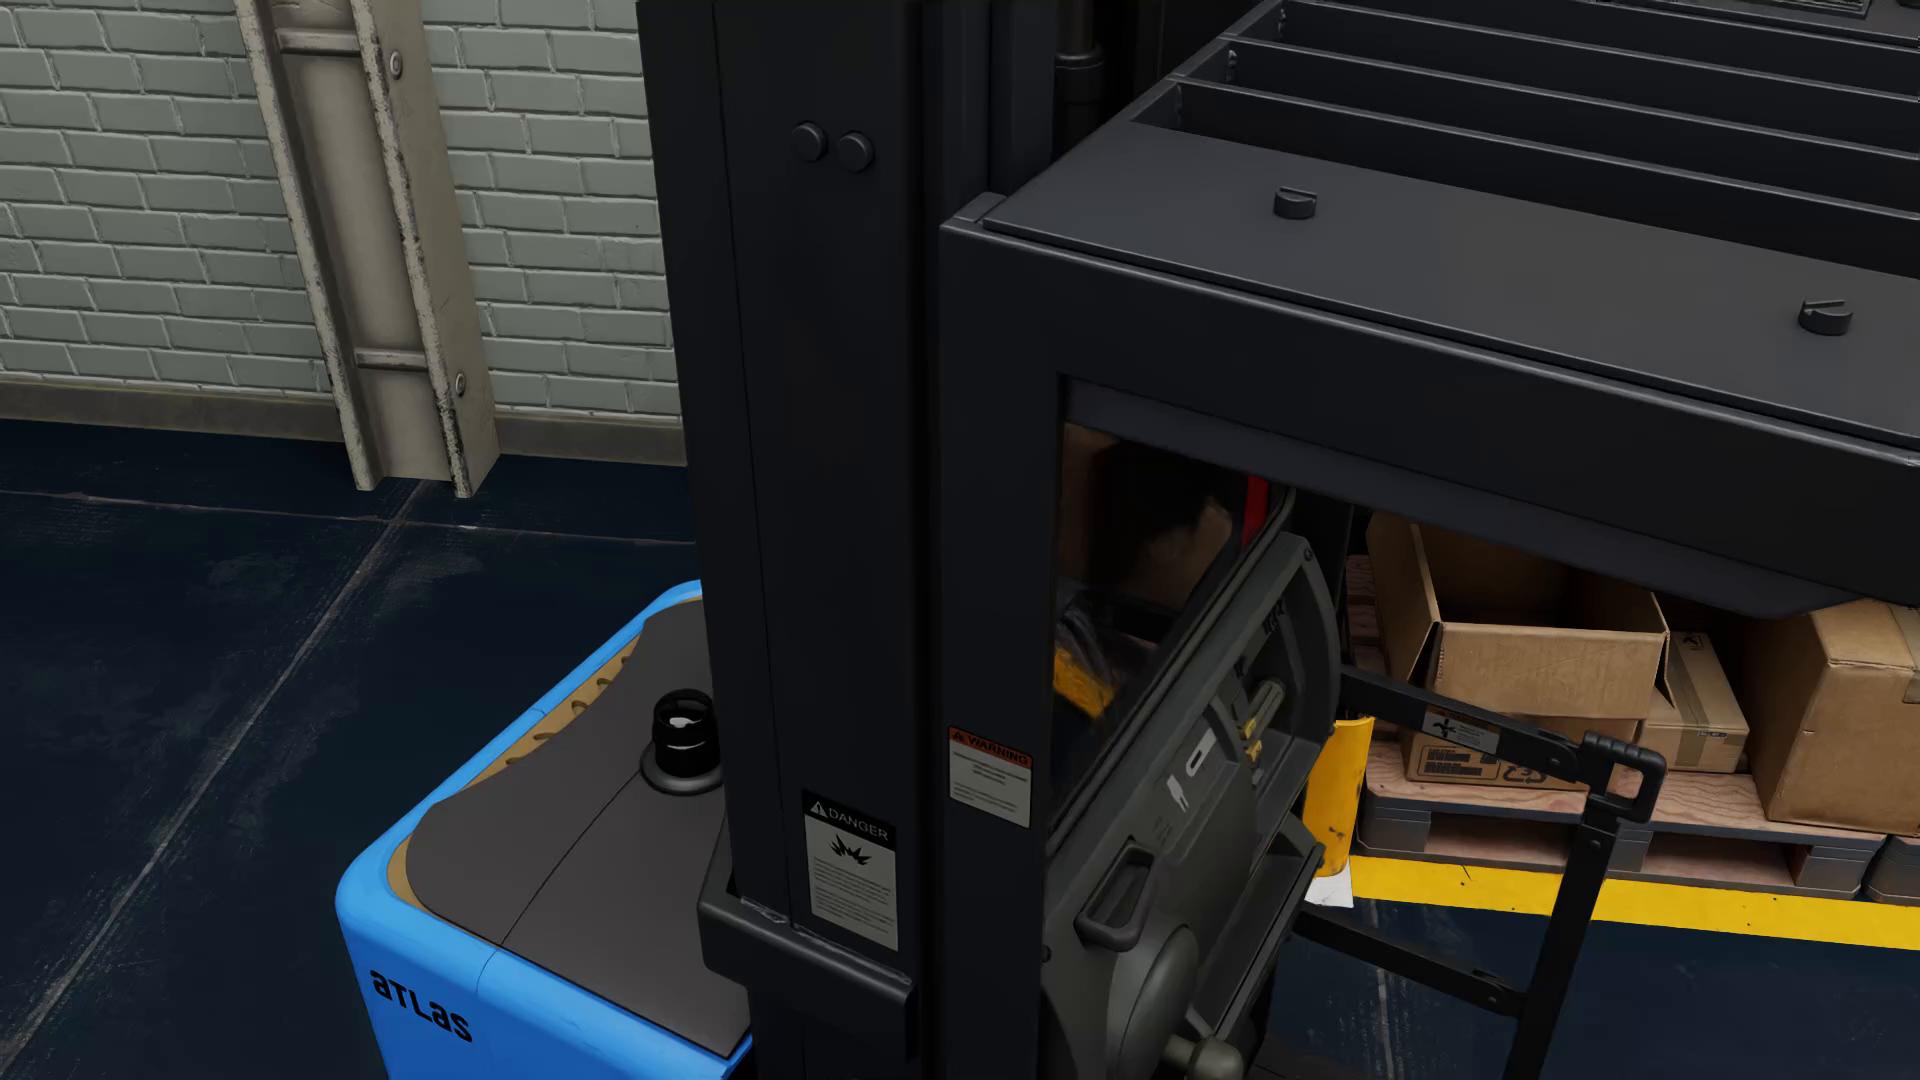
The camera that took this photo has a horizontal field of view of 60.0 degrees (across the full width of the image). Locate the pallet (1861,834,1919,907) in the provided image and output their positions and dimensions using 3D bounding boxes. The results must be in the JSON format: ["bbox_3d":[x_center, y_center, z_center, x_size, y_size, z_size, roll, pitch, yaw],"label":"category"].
[{"bbox_3d":[2.855,0.548,4.300,1.213,0.211,1.003,4,36,6],"label":"pallet"}]

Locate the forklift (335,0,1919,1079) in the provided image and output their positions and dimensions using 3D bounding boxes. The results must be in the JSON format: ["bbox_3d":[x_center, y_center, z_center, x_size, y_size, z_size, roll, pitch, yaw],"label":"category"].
[{"bbox_3d":[0.517,0.398,2.169,3.031,2.935,1.130,18,39,23],"label":"forklift"}]

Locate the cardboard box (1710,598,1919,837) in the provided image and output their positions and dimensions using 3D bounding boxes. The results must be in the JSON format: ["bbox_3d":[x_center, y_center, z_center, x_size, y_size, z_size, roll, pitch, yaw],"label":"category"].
[{"bbox_3d":[2.220,0.290,4.052,0.500,0.500,0.700,6,36,8],"label":"cardboard box"}]

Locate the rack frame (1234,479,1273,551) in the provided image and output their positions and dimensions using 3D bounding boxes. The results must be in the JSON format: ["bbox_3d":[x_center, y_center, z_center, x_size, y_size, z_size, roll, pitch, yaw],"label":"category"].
[{"bbox_3d":[0.782,-0.743,3.708,0.127,3.000,1.000,4,36,6],"label":"rack frame"}]

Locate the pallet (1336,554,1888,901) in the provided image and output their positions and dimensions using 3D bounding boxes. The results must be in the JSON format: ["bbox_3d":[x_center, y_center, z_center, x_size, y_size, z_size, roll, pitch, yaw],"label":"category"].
[{"bbox_3d":[1.649,0.457,4.429,1.213,0.211,1.003,4,36,6],"label":"pallet"}]

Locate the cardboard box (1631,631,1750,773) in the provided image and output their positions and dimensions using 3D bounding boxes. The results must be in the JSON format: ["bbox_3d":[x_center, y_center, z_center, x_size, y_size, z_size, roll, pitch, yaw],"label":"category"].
[{"bbox_3d":[1.793,0.401,4.199,0.250,0.149,0.380,3,36,4],"label":"cardboard box"}]

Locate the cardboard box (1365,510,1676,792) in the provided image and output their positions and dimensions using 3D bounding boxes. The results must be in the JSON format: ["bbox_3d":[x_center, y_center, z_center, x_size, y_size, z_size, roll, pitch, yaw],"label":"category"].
[{"bbox_3d":[1.377,0.203,4.172,0.637,0.503,0.797,3,36,4],"label":"cardboard box"}]

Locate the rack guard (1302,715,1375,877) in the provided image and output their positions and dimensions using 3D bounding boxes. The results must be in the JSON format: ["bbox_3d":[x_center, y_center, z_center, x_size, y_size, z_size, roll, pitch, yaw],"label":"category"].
[{"bbox_3d":[0.858,0.281,4.427,0.348,0.500,1.175,4,36,6],"label":"rack guard"}]

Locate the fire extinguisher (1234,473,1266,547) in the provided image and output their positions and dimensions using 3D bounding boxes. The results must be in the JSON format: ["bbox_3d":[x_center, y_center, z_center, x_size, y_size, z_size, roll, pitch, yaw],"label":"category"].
[{"bbox_3d":[0.578,-0.304,3.481,0.183,0.674,0.296,4,36,6],"label":"fire extinguisher"}]
